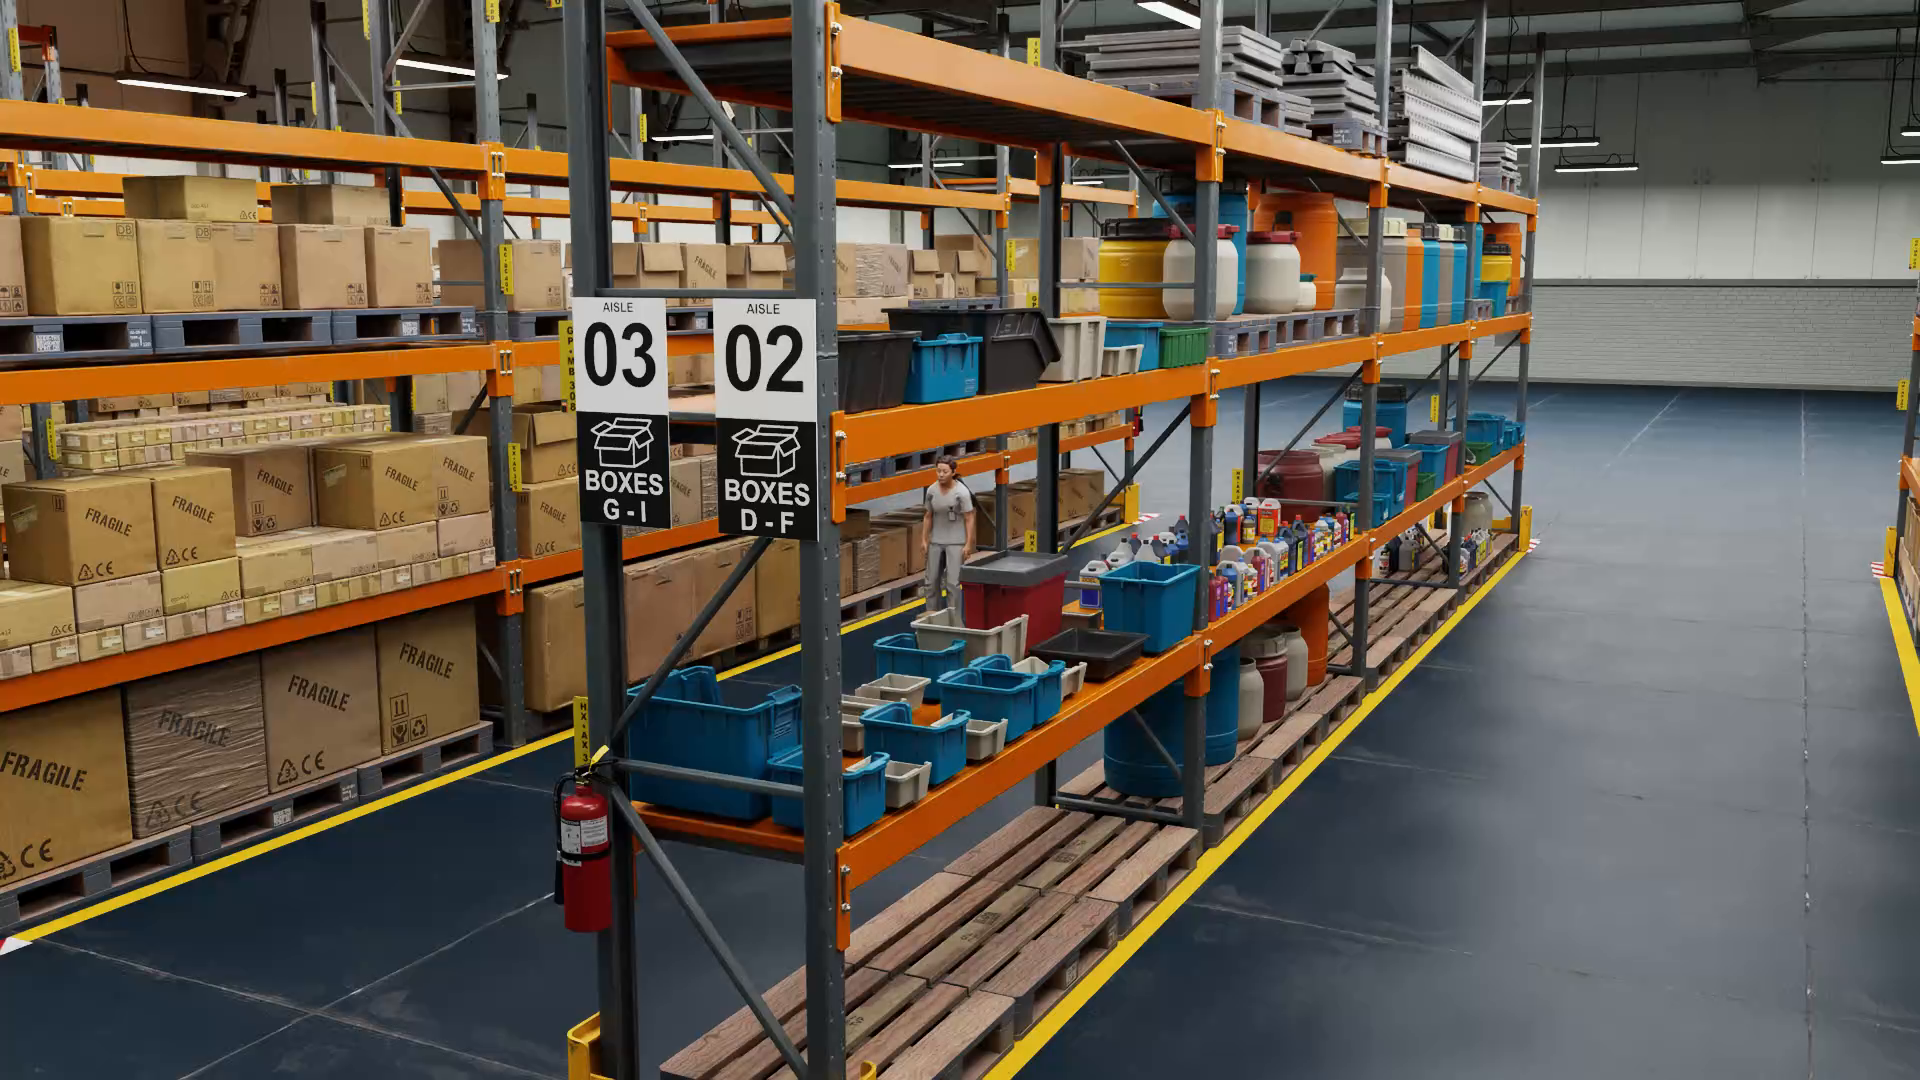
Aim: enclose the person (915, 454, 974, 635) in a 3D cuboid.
[{"bbox_3d":[-0.134,0.056,15.026,0.507,1.673,0.406,4,10,24],"label":"person"}]
